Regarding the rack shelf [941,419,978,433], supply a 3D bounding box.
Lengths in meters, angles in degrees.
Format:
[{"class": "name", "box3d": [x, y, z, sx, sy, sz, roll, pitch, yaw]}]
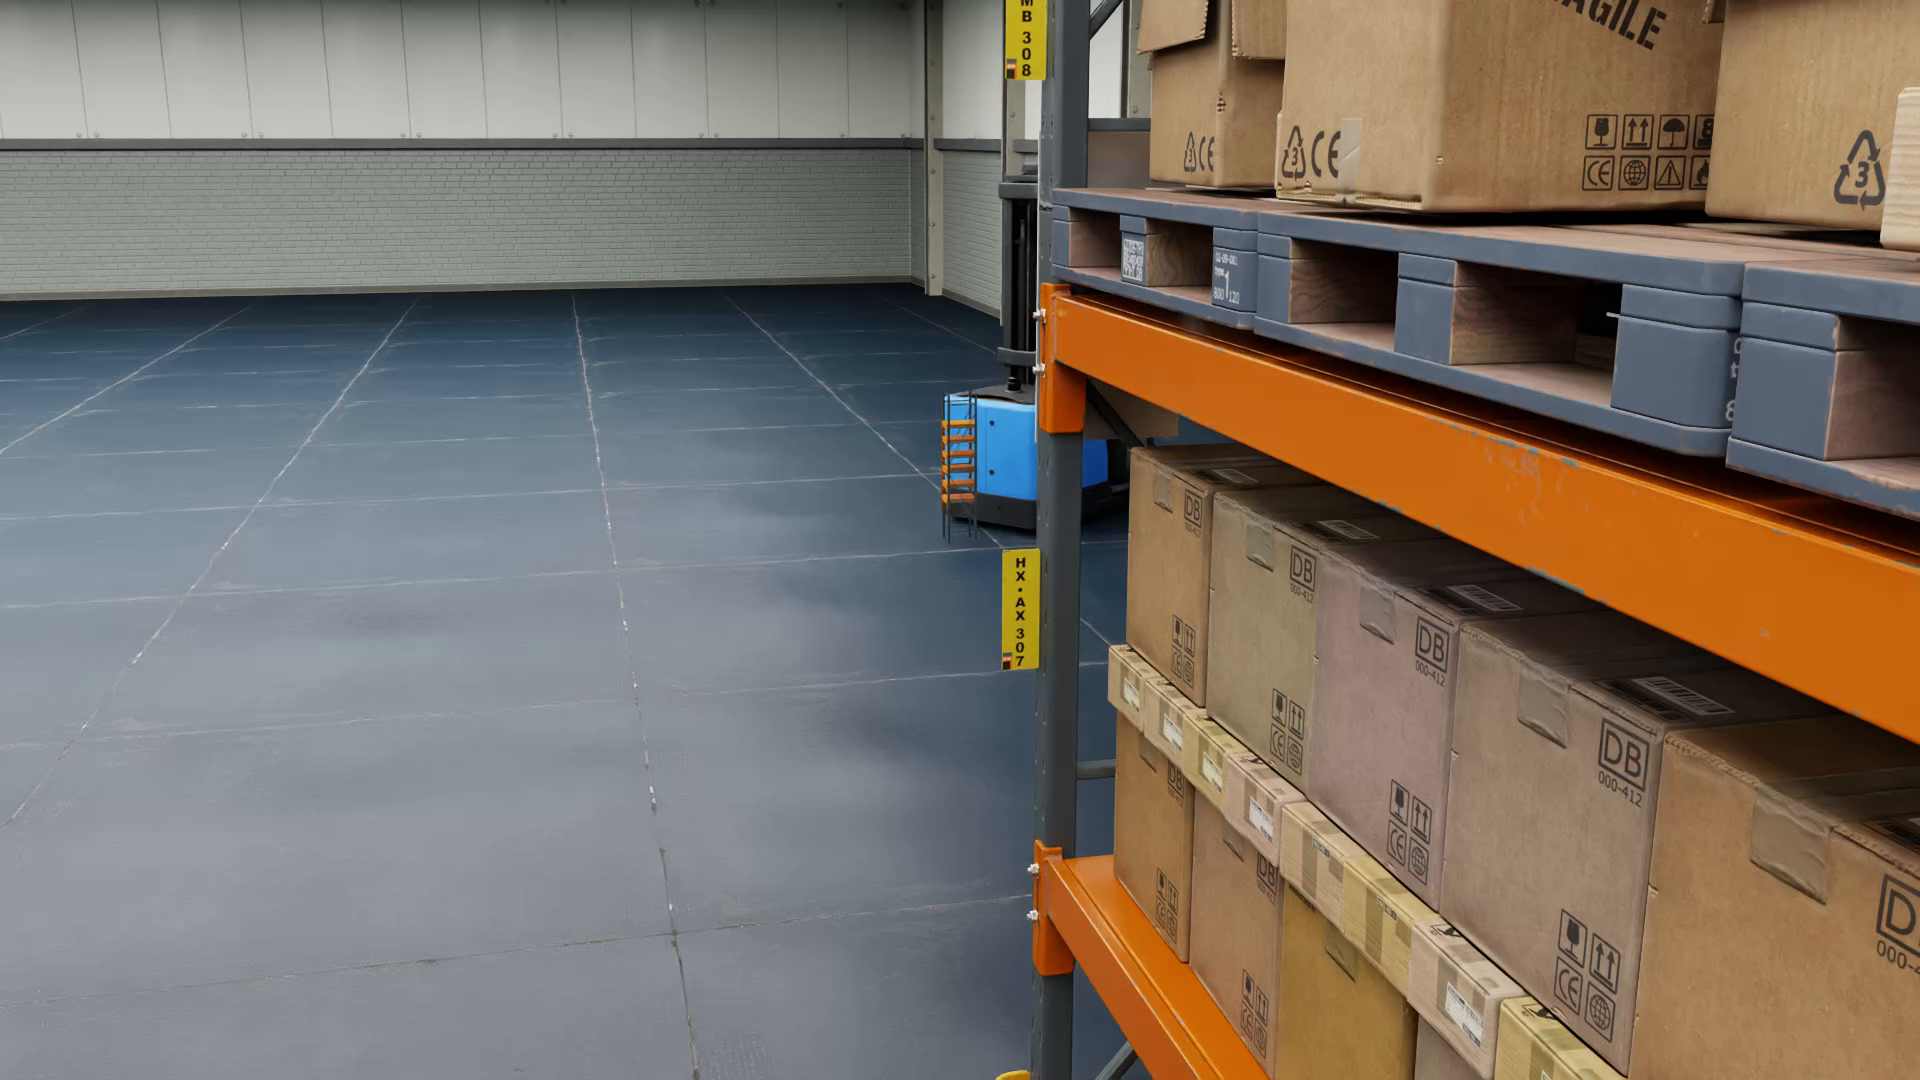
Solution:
[{"class": "rack shelf", "box3d": [-0.003, -0.893, 13.223, 0.258, 0.103, 0.180, -3, 14, -13]}]

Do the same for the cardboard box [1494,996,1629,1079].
[{"class": "cardboard box", "box3d": [1.006, 0.767, 2.389, 0.380, 0.149, 0.250, -3, 14, -11]}]

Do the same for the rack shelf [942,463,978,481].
[{"class": "rack shelf", "box3d": [-0.003, -0.543, 13.309, 0.258, 0.103, 0.180, -3, 14, -13]}]

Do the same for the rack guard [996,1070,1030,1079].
[{"class": "rack guard", "box3d": [0.695, 1.822, 4.917, 1.175, 0.500, 0.348, -3, 14, -13]}]

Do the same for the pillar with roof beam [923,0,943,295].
[{"class": "pillar with roof beam", "box3d": [-4.710, -9.146, 31.901, 9.100, 9.000, 0.400, -3, 14, -13]}]

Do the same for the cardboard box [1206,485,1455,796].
[{"class": "cardboard box", "box3d": [0.939, 0.176, 3.443, 0.700, 0.500, 0.500, -4, 14, -15]}]

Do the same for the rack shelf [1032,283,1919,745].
[{"class": "rack shelf", "box3d": [1.170, -0.033, 2.439, 1.077, 0.370, 4.000, -3, 14, -13]}]

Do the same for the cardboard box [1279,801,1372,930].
[{"class": "cardboard box", "box3d": [0.828, 0.590, 3.115, 0.380, 0.149, 0.250, -4, 14, -15]}]

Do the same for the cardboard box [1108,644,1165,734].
[{"class": "cardboard box", "box3d": [0.584, 0.352, 4.089, 0.380, 0.149, 0.250, -3, 14, -14]}]

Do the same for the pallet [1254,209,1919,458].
[{"class": "pallet", "box3d": [1.132, -0.355, 2.424, 1.003, 0.211, 1.213, -3, 14, -13]}]

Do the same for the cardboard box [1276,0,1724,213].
[{"class": "cardboard box", "box3d": [0.825, -0.766, 2.533, 0.500, 0.500, 0.500, -3, 14, -13]}]

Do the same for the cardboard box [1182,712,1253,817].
[{"class": "cardboard box", "box3d": [0.705, 0.470, 3.605, 0.380, 0.149, 0.250, -3, 14, -13]}]

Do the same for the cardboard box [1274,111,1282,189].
[{"class": "cardboard box", "box3d": [0.806, -0.713, 3.054, 0.380, 0.149, 0.250, -3, 14, -13]}]

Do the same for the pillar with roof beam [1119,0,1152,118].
[{"class": "pillar with roof beam", "box3d": [-1.892, -6.378, 20.570, 9.100, 9.000, 0.400, -3, 14, -13]}]

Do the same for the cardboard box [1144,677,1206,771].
[{"class": "cardboard box", "box3d": [0.648, 0.413, 3.841, 0.380, 0.149, 0.250, -4, 14, -15]}]

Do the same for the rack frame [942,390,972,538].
[{"class": "rack frame", "box3d": [-0.025, -0.607, 13.385, 0.240, 1.200, 0.006, -3, 14, -13]}]

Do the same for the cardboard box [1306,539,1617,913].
[{"class": "cardboard box", "box3d": [1.058, 0.292, 2.967, 0.700, 0.500, 0.500, -3, 14, -13]}]

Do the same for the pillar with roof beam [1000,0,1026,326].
[{"class": "pillar with roof beam", "box3d": [-3.301, -7.762, 26.236, 9.100, 9.000, 0.400, -3, 14, -13]}]

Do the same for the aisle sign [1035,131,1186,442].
[{"class": "aisle sign", "box3d": [0.388, -0.648, 4.281, 0.394, 0.787, 0.004, -3, 14, -13]}]

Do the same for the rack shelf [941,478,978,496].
[{"class": "rack shelf", "box3d": [-0.003, -0.426, 13.337, 0.258, 0.103, 0.180, -3, 14, -13]}]

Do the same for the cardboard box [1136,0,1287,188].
[{"class": "cardboard box", "box3d": [0.832, -1.034, 3.619, 0.797, 0.503, 0.637, -2, 14, -9]}]

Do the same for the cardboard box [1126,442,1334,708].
[{"class": "cardboard box", "box3d": [0.810, 0.055, 3.938, 0.700, 0.500, 0.500, -3, 14, -13]}]

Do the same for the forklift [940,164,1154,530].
[{"class": "forklift", "box3d": [1.130, -1.788, 14.570, 1.130, 2.935, 3.031, 10, 17, 36]}]

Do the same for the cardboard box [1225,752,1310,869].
[{"class": "cardboard box", "box3d": [0.763, 0.529, 3.366, 0.380, 0.149, 0.250, -4, 14, -14]}]

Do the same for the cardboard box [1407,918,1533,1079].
[{"class": "cardboard box", "box3d": [0.944, 0.706, 2.638, 0.380, 0.149, 0.250, -3, 14, -13]}]

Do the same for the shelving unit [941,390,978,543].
[{"class": "shelving unit", "box3d": [-0.003, -0.586, 13.298, 0.258, 1.200, 0.189, -3, 14, -13]}]

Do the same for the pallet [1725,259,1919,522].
[{"class": "pallet", "box3d": [1.415, -0.074, 1.275, 1.003, 0.211, 1.213, -3, 14, -13]}]

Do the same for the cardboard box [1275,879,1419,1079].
[{"class": "cardboard box", "box3d": [1.037, 0.909, 3.177, 0.700, 0.500, 0.500, -3, 14, -13]}]

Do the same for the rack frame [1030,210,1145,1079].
[{"class": "rack frame", "box3d": [0.701, 0.613, 4.598, 1.000, 3.000, 0.127, -3, 14, -13]}]

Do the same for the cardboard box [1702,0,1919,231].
[{"class": "cardboard box", "box3d": [1.376, -0.630, 1.970, 0.797, 0.503, 0.637, -2, 14, -7]}]

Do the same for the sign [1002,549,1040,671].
[{"class": "sign", "box3d": [0.160, 0.184, 4.365, 0.100, 0.325, 0.005, -3, 14, -13]}]

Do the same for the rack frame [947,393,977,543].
[{"class": "rack frame", "box3d": [0.018, -0.565, 13.212, 0.240, 1.200, 0.006, -3, 14, -13]}]

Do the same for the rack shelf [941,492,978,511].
[{"class": "rack shelf", "box3d": [-0.003, -0.310, 13.366, 0.258, 0.103, 0.180, -3, 14, -13]}]

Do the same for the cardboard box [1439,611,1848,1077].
[{"class": "cardboard box", "box3d": [1.176, 0.408, 2.494, 0.700, 0.500, 0.500, -3, 14, -13]}]

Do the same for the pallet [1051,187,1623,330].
[{"class": "pallet", "box3d": [0.842, -0.637, 3.579, 1.003, 0.211, 1.213, -3, 14, -13]}]

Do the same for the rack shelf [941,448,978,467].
[{"class": "rack shelf", "box3d": [-0.003, -0.660, 13.280, 0.258, 0.103, 0.180, -3, 14, -13]}]

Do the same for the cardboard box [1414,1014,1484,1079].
[{"class": "cardboard box", "box3d": [1.164, 1.030, 2.681, 0.700, 0.500, 0.500, -3, 14, -11]}]

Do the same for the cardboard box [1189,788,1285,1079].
[{"class": "cardboard box", "box3d": [0.926, 0.794, 3.647, 0.700, 0.500, 0.500, -3, 14, -12]}]

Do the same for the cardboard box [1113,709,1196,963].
[{"class": "cardboard box", "box3d": [0.798, 0.673, 4.142, 0.700, 0.500, 0.500, -3, 14, -13]}]

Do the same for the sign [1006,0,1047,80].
[{"class": "sign", "box3d": [0.160, -1.278, 4.008, 0.100, 0.325, 0.005, -3, 14, -13]}]

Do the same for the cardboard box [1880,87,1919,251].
[{"class": "cardboard box", "box3d": [1.091, -0.334, 1.505, 0.380, 0.149, 0.250, -3, 14, -13]}]

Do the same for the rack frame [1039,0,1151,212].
[{"class": "rack frame", "box3d": [0.701, -2.301, 3.886, 1.000, 3.000, 0.127, -3, 14, -13]}]

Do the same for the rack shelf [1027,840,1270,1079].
[{"class": "rack shelf", "box3d": [1.170, 1.424, 2.795, 1.077, 0.370, 4.000, -3, 14, -13]}]

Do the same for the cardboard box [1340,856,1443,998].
[{"class": "cardboard box", "box3d": [0.888, 0.649, 2.874, 0.380, 0.149, 0.250, -3, 14, -14]}]

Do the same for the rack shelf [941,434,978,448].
[{"class": "rack shelf", "box3d": [-0.003, -0.776, 13.252, 0.258, 0.103, 0.180, -3, 14, -13]}]

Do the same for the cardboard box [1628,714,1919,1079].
[{"class": "cardboard box", "box3d": [1.293, 0.523, 2.022, 0.700, 0.500, 0.500, -3, 14, -13]}]
